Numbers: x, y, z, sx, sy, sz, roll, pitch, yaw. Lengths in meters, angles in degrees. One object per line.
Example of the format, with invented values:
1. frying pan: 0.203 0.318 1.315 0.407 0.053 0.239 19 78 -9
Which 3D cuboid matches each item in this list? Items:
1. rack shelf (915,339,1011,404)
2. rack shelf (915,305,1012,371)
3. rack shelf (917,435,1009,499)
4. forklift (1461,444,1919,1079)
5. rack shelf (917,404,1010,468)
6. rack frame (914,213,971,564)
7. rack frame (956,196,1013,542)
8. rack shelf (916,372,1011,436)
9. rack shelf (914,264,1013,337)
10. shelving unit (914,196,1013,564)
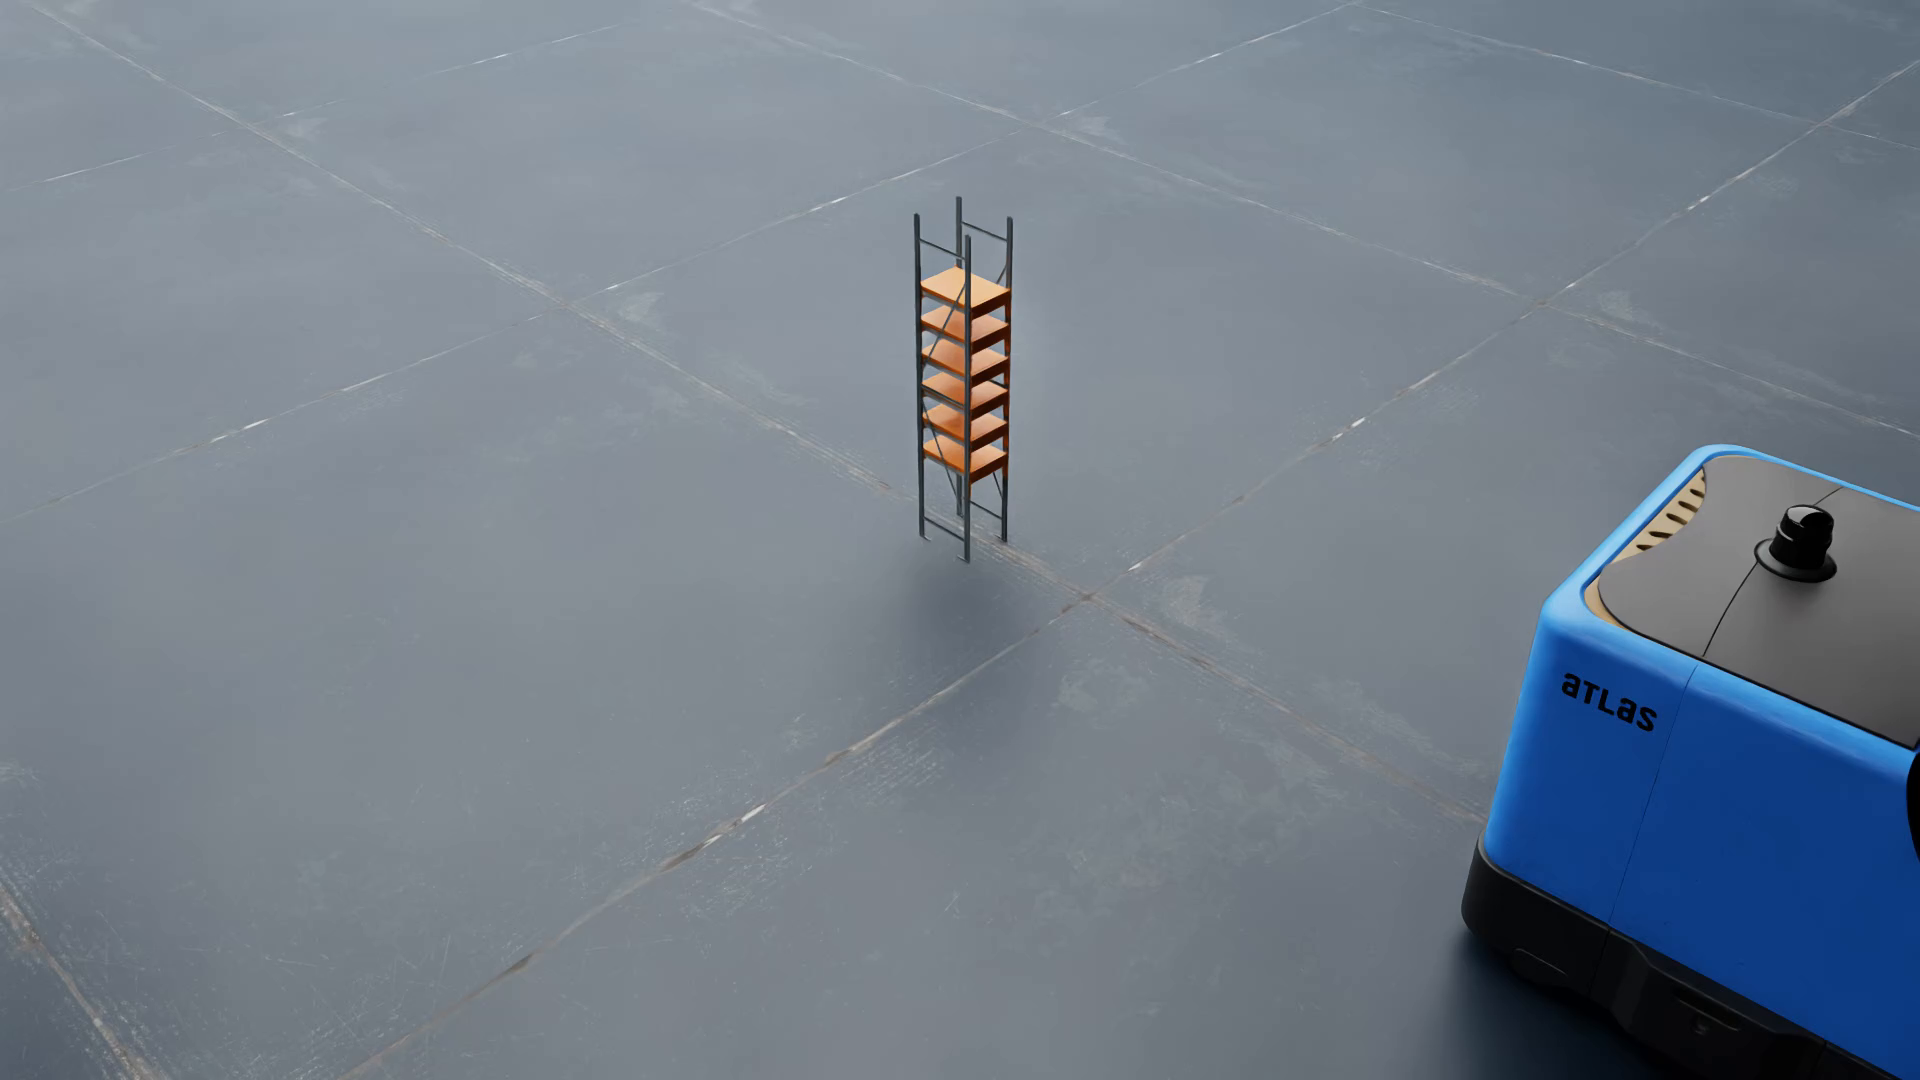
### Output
1. rack shelf: 0.010 -0.560 5.372 0.258 0.103 0.180 30 45 35
2. rack shelf: 0.010 -0.658 5.303 0.258 0.103 0.180 30 45 35
3. rack shelf: 0.010 -0.265 5.578 0.258 0.103 0.180 30 45 35
4. forklift: 2.719 0.174 2.938 3.031 2.935 1.130 27 43 33
5. rack shelf: 0.010 -0.363 5.509 0.258 0.103 0.180 30 45 35
6. rack frame: -0.054 -0.461 5.362 0.240 1.200 0.006 30 45 35
7. rack frame: 0.075 -0.535 5.468 0.240 1.200 0.006 30 45 35
8. rack shelf: 0.010 -0.462 5.441 0.258 0.103 0.180 30 45 35
9. rack shelf: 0.010 -0.757 5.235 0.258 0.103 0.180 30 45 35
10. shelving unit: 0.010 -0.498 5.415 0.258 1.200 0.189 30 45 35
